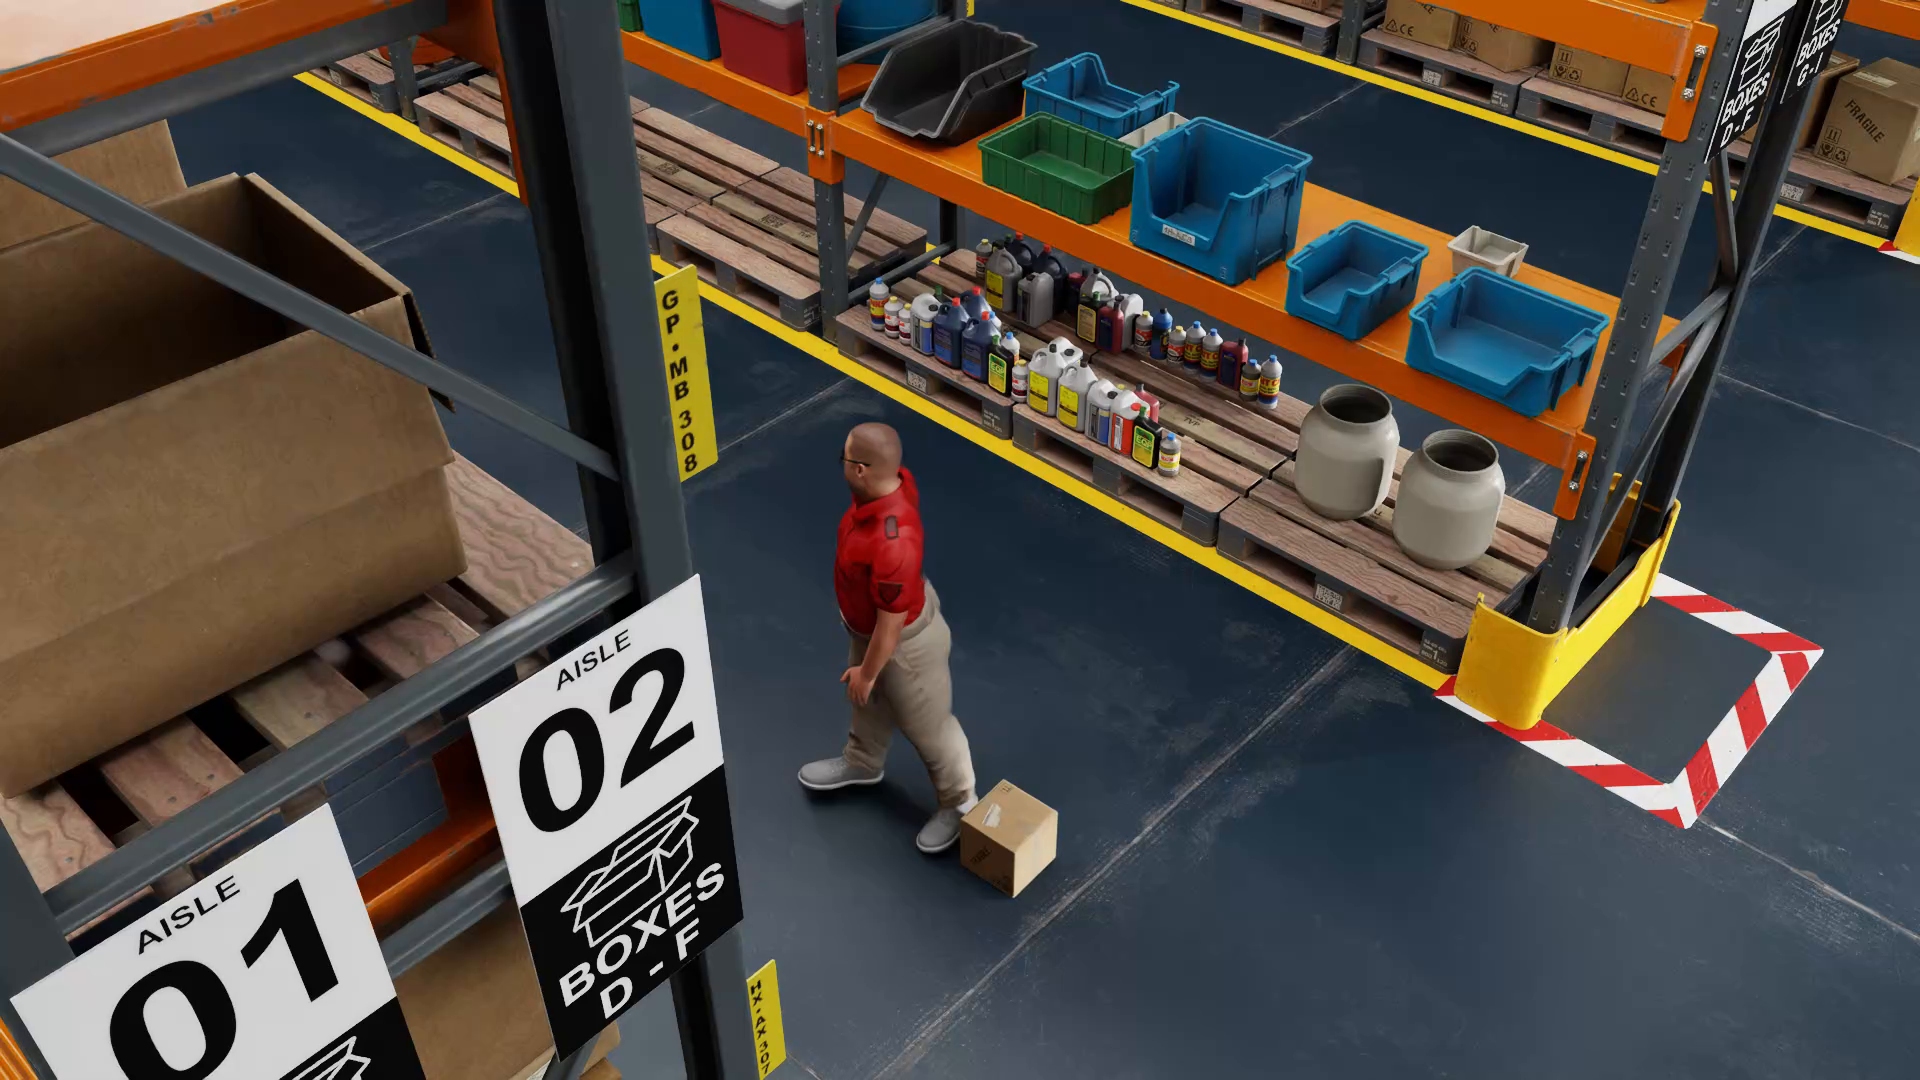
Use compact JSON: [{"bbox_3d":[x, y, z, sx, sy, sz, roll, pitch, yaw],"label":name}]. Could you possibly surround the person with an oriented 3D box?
[{"bbox_3d":[-0.271,0.311,5.752,0.644,1.712,0.627,-8,40,-10],"label":"person"}]
